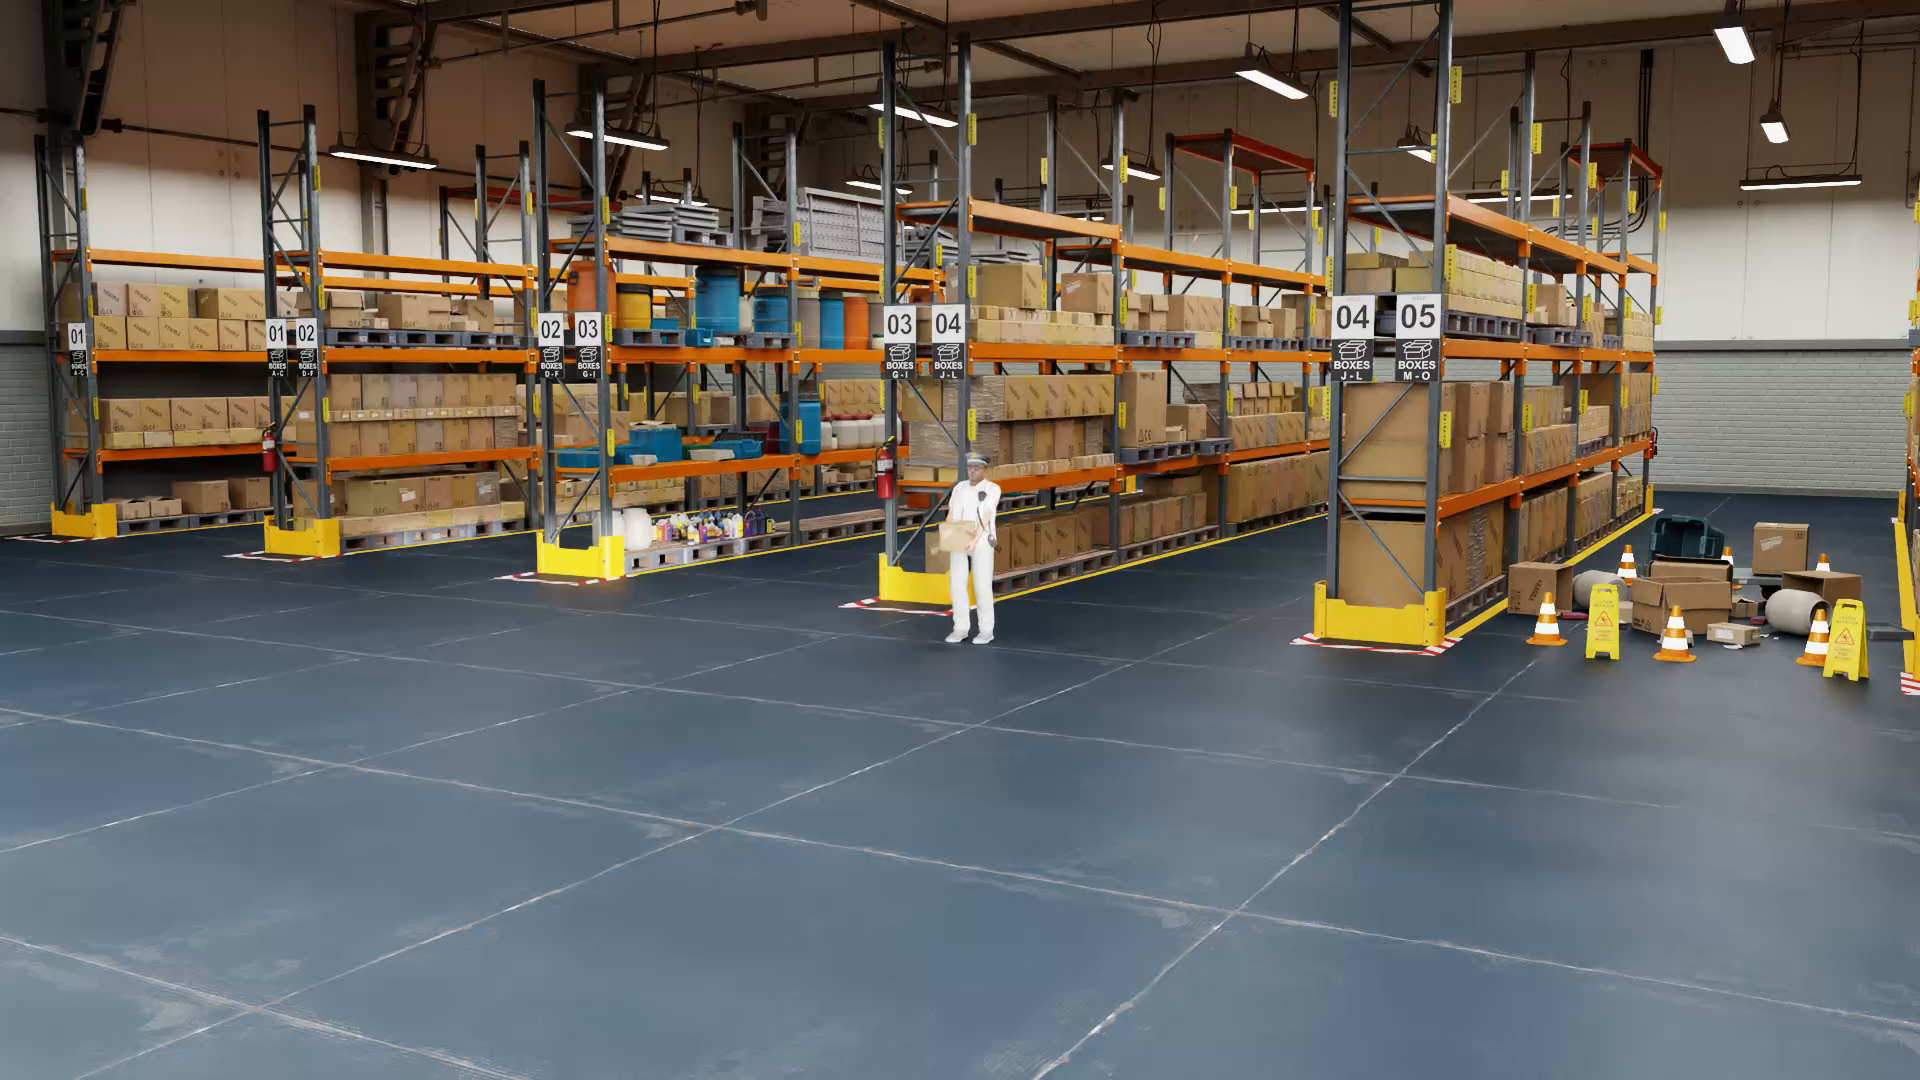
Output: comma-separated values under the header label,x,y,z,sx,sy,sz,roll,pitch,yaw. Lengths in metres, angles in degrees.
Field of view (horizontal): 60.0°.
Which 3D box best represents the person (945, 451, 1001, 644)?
label,x,y,z,sx,sy,sz,roll,pitch,yaw
person,0.089,0.068,15.371,0.492,1.770,0.565,3,7,29
